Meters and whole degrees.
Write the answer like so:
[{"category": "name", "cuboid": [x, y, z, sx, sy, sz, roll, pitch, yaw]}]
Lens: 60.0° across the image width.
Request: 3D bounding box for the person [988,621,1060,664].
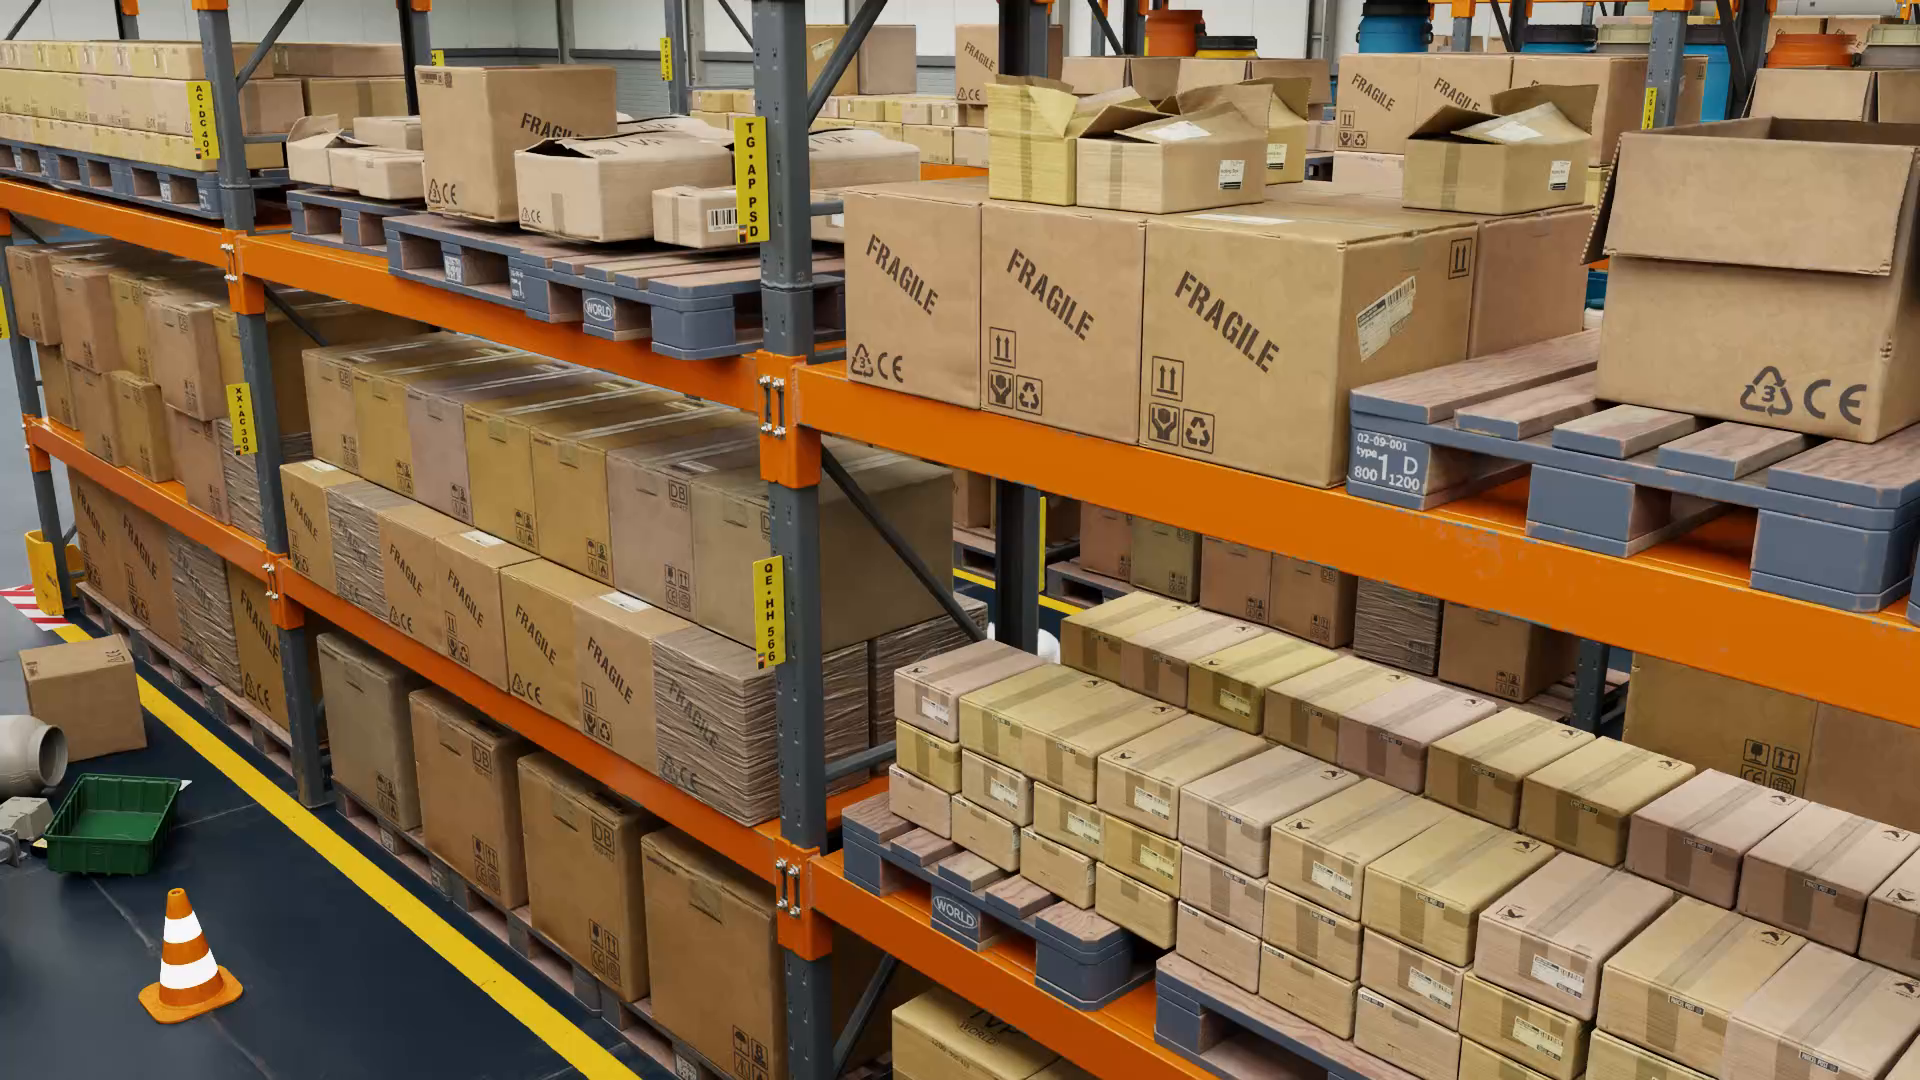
[{"category": "person", "cuboid": [0.105, 0.881, 8.225, 0.507, 0.874, 0.980, 16, 23, 42]}]
